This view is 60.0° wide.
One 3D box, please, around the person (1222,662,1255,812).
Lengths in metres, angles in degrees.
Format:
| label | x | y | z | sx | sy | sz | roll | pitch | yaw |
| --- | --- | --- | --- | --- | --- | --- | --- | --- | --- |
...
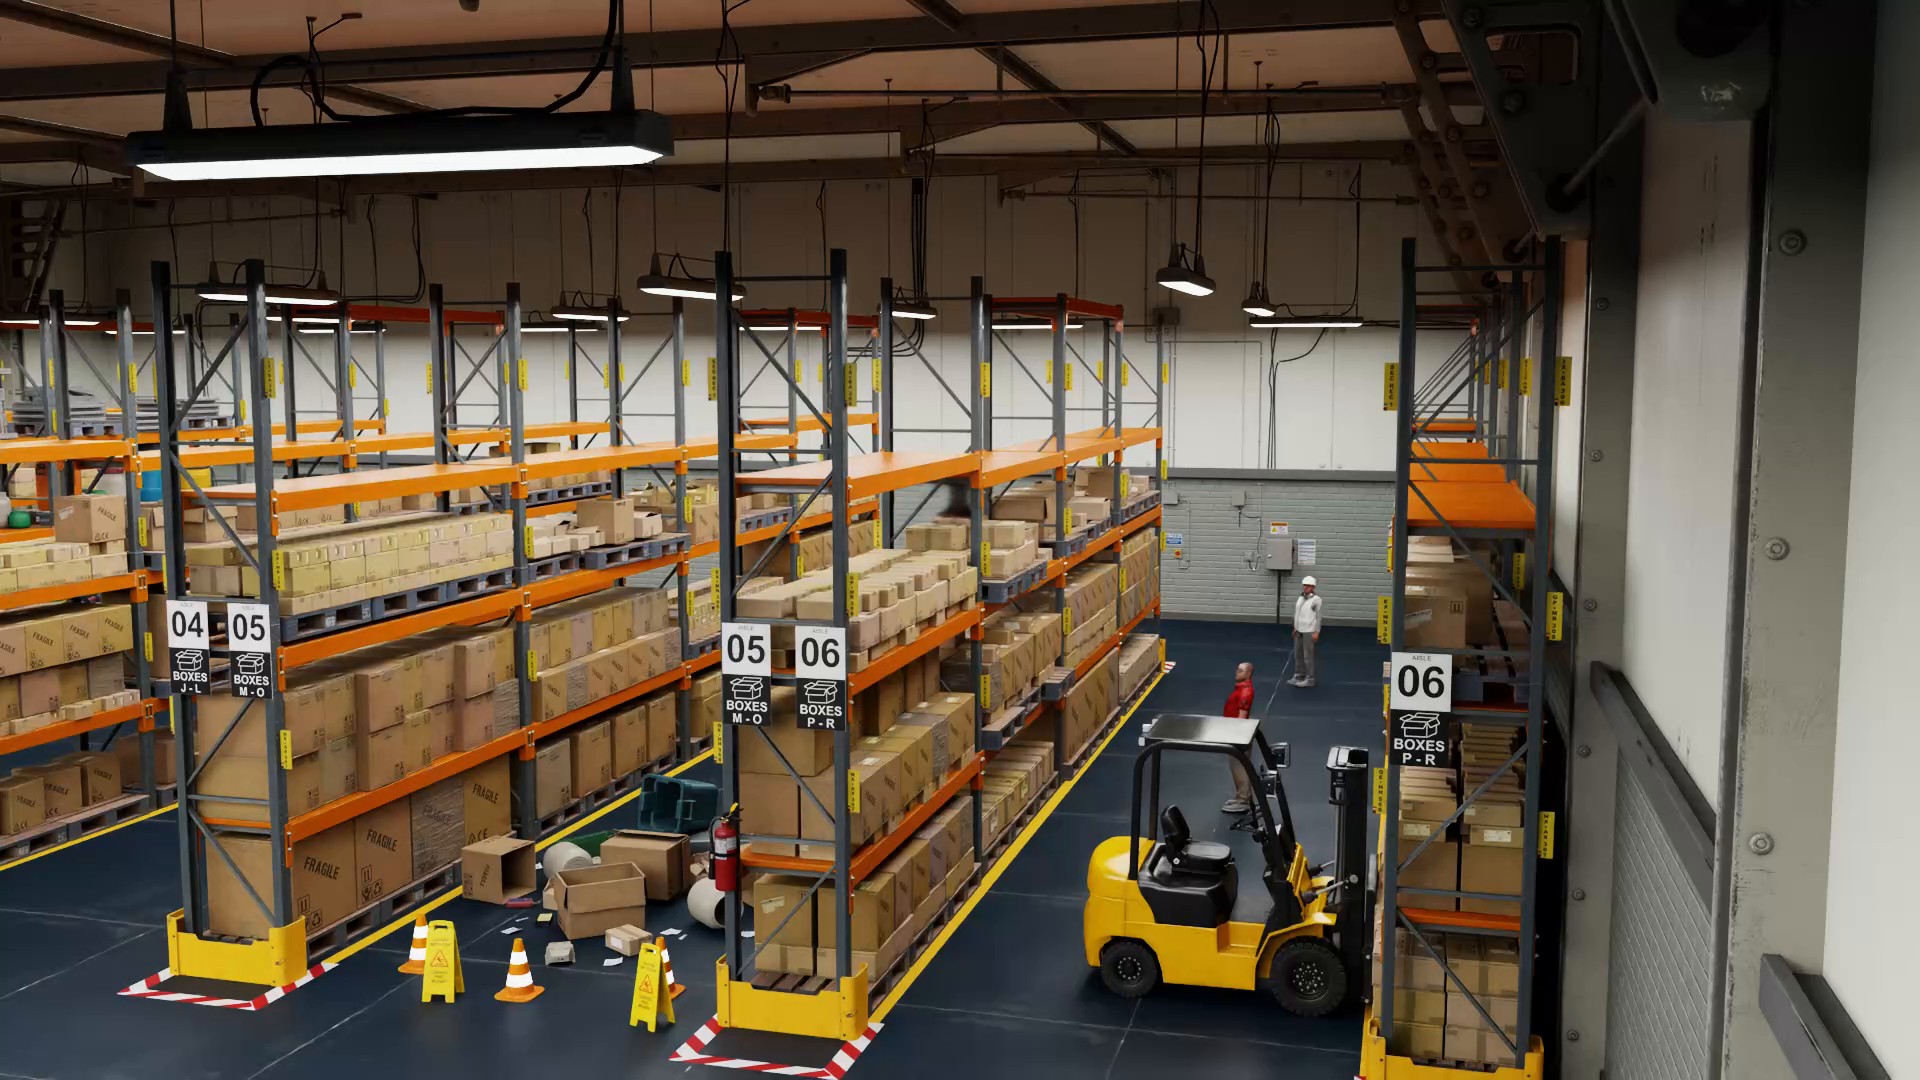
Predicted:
| label | x | y | z | sx | sy | sz | roll | pitch | yaw |
| --- | --- | --- | --- | --- | --- | --- | --- | --- | --- |
| person | 3.229 | 2.277 | 19.278 | 0.379 | 1.716 | 0.620 | 2 | 7 | 22 |

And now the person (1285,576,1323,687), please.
| label | x | y | z | sx | sy | sz | roll | pitch | yaw |
| --- | --- | --- | --- | --- | --- | --- | --- | --- | --- |
| person | 5.548 | 1.477 | 26.701 | 0.474 | 1.793 | 0.609 | -1 | 6 | -10 |
